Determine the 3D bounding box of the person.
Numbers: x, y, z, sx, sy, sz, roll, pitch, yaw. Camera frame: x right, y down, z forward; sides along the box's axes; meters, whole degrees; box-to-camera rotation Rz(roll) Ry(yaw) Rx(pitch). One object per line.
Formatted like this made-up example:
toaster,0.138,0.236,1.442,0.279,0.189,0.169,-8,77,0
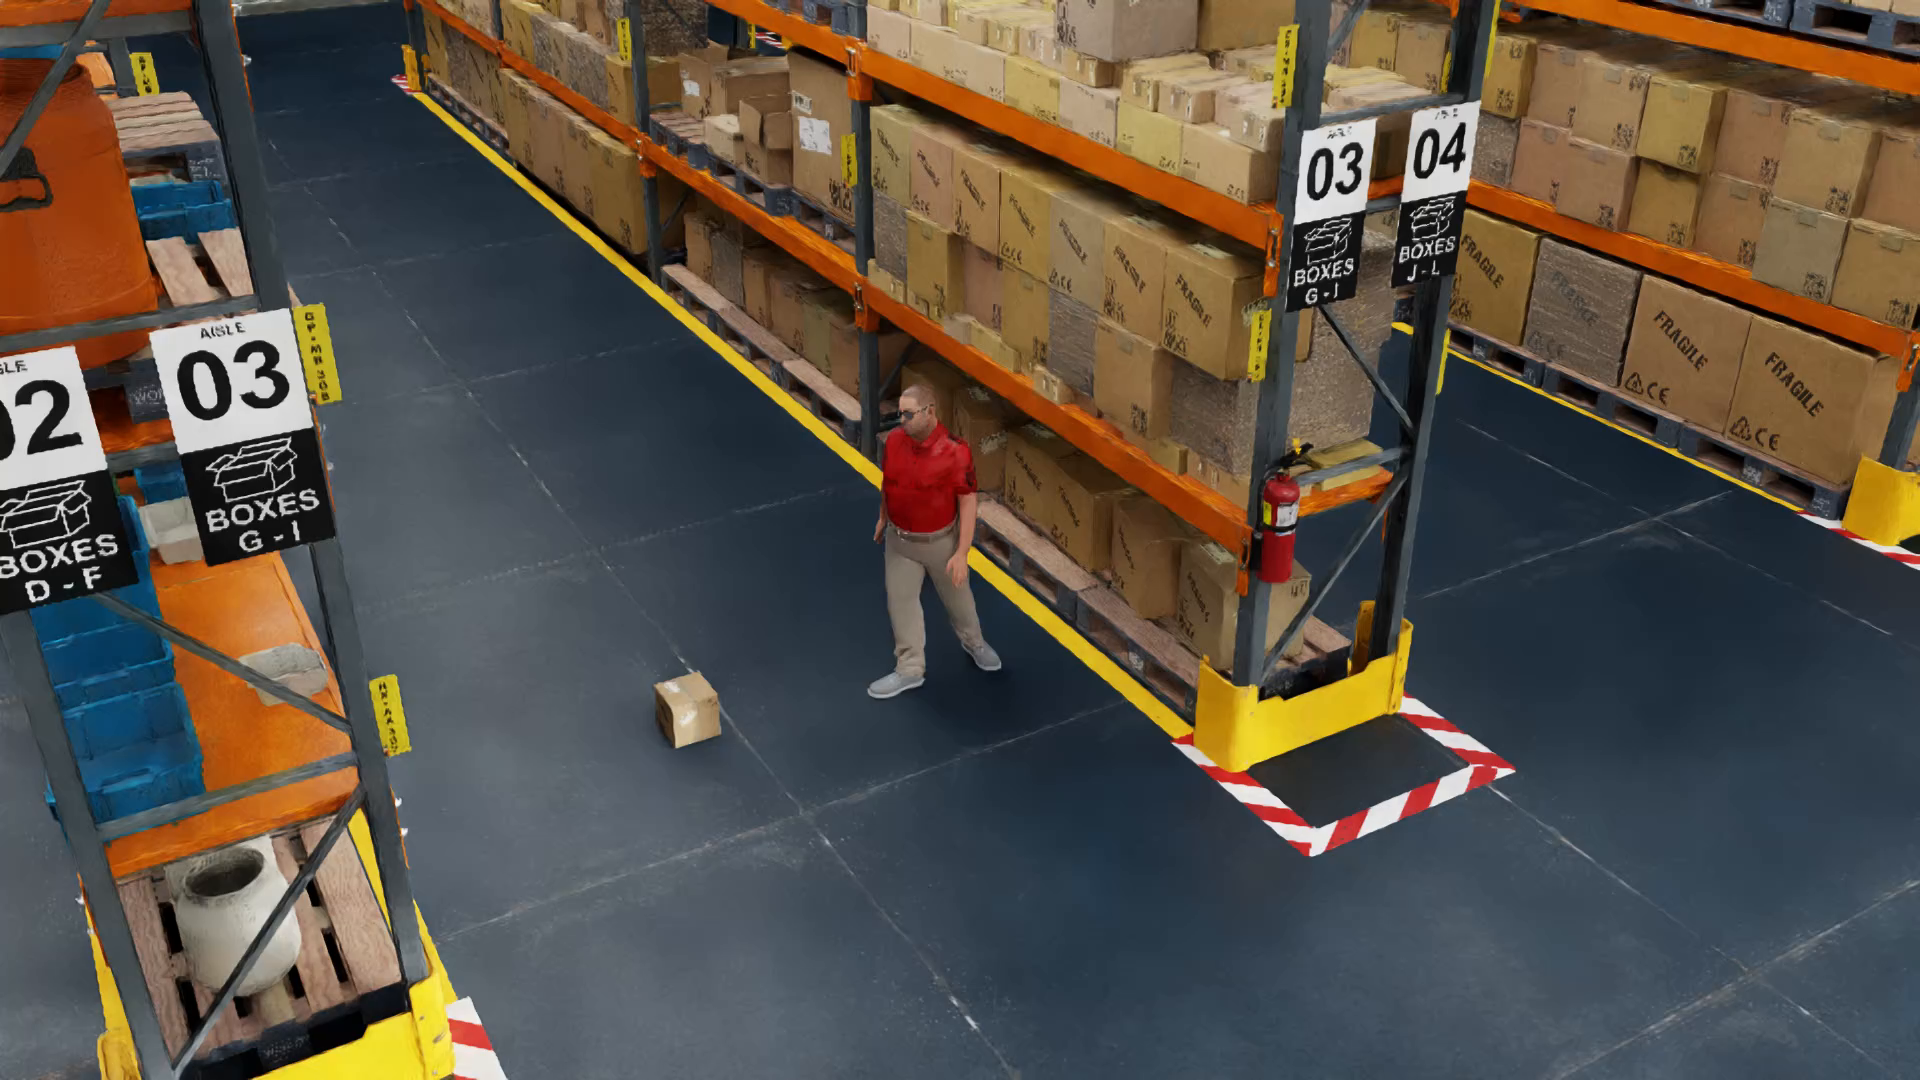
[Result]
person,-0.179,-0.014,8.613,0.693,1.714,0.673,15,32,25
